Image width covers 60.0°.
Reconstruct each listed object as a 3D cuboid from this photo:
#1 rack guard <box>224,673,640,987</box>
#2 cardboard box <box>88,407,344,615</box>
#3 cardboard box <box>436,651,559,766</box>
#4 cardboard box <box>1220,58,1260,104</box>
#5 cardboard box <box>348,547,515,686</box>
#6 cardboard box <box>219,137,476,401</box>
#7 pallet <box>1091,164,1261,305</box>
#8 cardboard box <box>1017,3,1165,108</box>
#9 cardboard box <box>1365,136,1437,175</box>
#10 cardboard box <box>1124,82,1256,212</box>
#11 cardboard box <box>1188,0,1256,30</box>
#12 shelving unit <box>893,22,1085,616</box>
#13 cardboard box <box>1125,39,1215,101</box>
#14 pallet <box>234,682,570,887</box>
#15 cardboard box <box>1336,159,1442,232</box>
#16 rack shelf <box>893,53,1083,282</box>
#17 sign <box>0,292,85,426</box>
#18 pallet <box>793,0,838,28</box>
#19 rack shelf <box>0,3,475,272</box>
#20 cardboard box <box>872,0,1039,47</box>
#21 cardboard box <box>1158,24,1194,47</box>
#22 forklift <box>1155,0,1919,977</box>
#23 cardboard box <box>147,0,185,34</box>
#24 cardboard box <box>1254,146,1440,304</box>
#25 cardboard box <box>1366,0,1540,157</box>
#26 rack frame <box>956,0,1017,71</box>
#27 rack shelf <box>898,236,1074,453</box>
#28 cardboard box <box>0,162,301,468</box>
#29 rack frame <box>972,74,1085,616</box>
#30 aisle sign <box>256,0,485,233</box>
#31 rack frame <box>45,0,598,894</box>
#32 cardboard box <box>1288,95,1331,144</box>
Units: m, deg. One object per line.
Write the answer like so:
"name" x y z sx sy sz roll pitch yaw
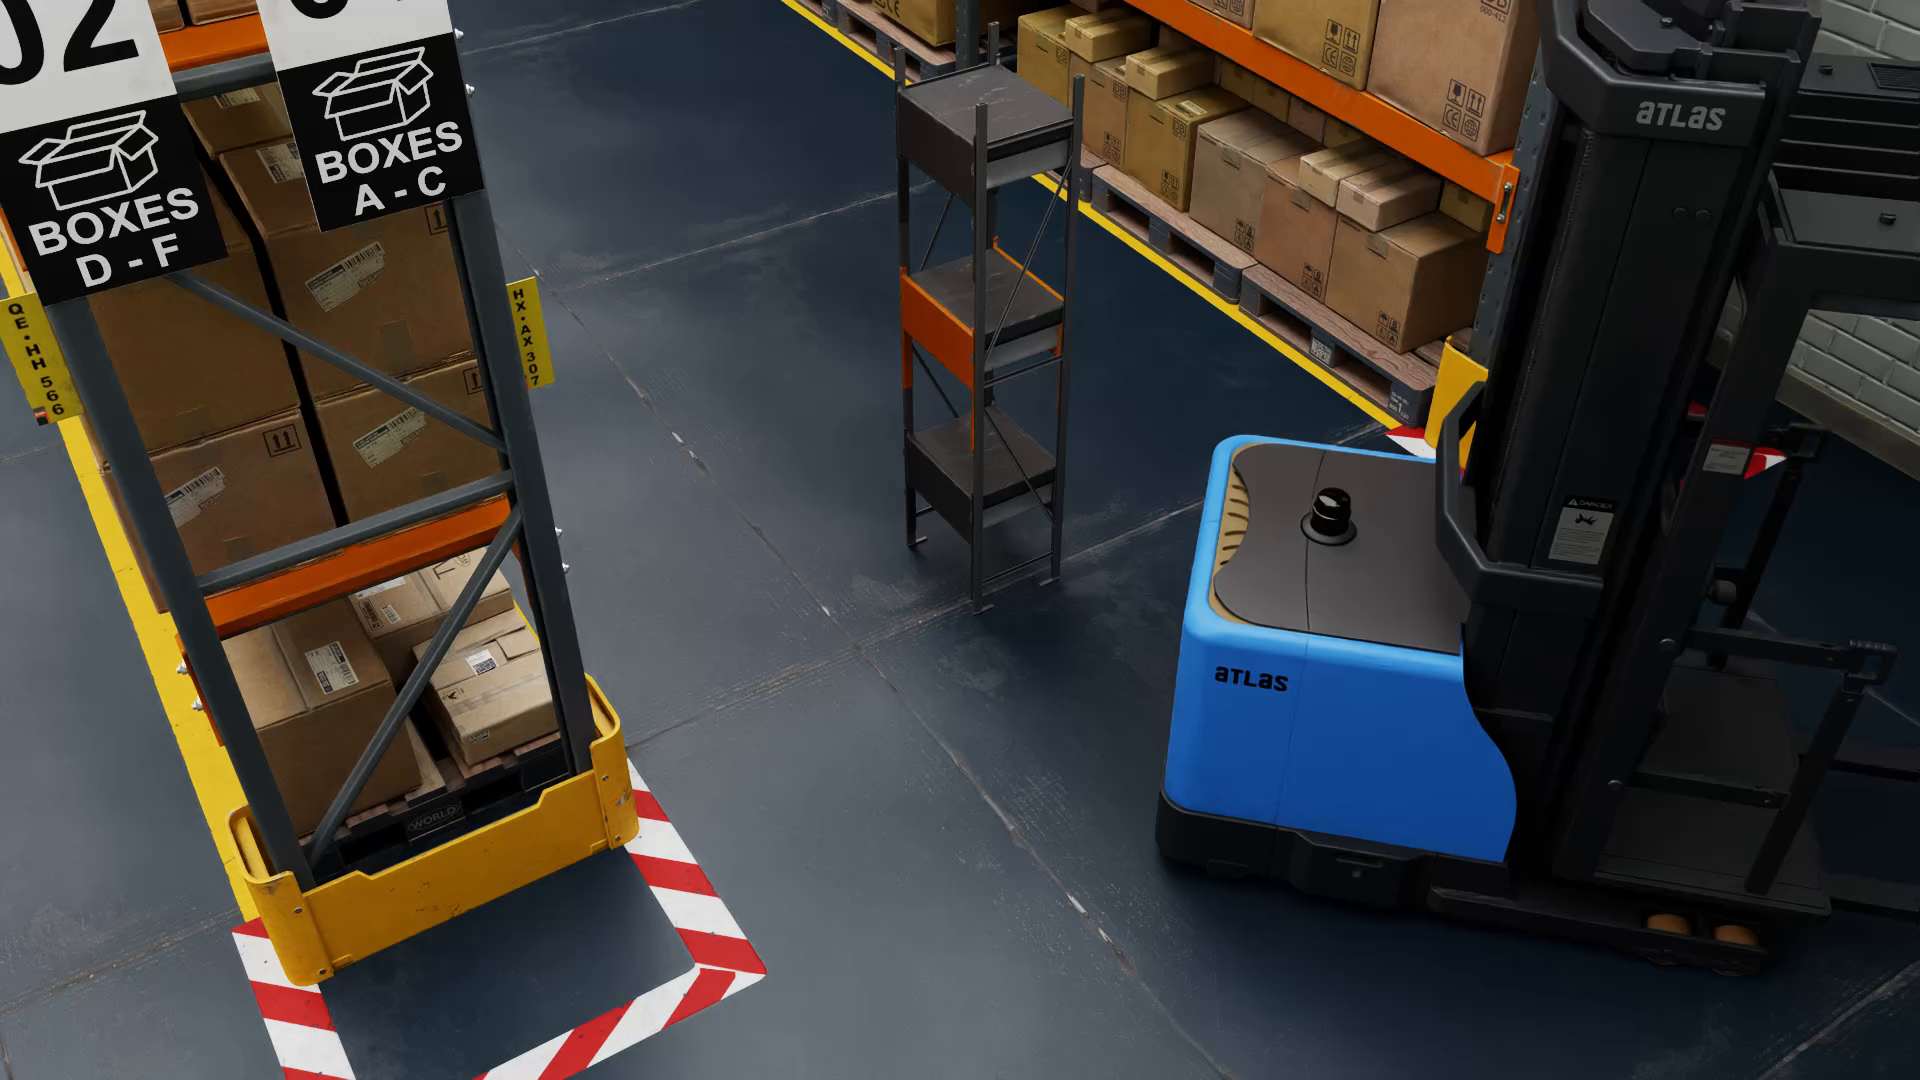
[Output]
"rack guard" -1.637 0.901 5.278 1.175 0.500 0.348 -22 45 -24
"cardboard box" -2.067 -0.204 4.574 0.500 0.500 0.500 -21 44 -23
"cardboard box" -1.532 0.564 5.613 0.380 0.149 0.250 -22 45 -24
"cardboard box" 1.535 -2.340 8.333 0.380 0.149 0.250 -23 45 -25
"cardboard box" -1.918 0.208 5.961 0.500 0.250 0.500 -22 45 -24
"cardboard box" -1.613 -0.771 4.473 0.500 0.500 0.500 -21 44 -23
"pallet" 1.431 -1.716 8.645 1.003 0.211 1.213 -22 45 -24
"cardboard box" 0.743 -2.646 9.207 0.700 0.500 0.500 -22 44 -24
"cardboard box" 2.080 -1.793 7.677 0.380 0.149 0.250 -22 45 -24
"cardboard box" 1.285 -2.096 8.547 0.700 0.500 0.500 -21 44 -23
"cardboard box" 1.493 -2.916 7.671 0.980 0.700 0.700 -24 46 -26
"shelving unit" 0.089 -0.717 5.971 0.431 2.100 0.503 -22 45 -24
"cardboard box" 1.054 -2.366 8.364 0.380 0.149 0.250 -23 45 -26
"pallet" -2.067 0.583 5.886 1.003 0.211 1.213 -22 45 -24
"cardboard box" 1.895 -1.525 7.355 0.380 0.149 0.250 -23 45 -25
"rack shelf" 0.089 -1.245 5.531 0.431 0.518 0.480 -22 45 -24
"sign" -2.075 -0.404 3.740 0.100 0.325 0.005 -22 45 -24
"pallet" -0.711 -3.862 11.220 1.003 0.211 1.213 -22 45 -24
"rack shelf" -2.672 -1.973 4.994 1.077 0.370 4.000 -22 45 -24
"cardboard box" -0.032 -3.526 9.989 0.750 0.750 0.750 -22 44 -24
"cardboard box" 1.260 -2.616 8.664 0.380 0.149 0.250 -24 45 -26
"forklift" 2.212 -0.155 4.647 3.031 2.935 1.130 8 41 10
"cardboard box" -2.095 -1.299 3.740 0.500 0.250 0.500 -22 45 -24
"cardboard box" 1.849 -1.539 7.879 0.700 0.500 0.500 -22 45 -25
"cardboard box" 2.296 -2.112 6.707 0.980 0.700 0.700 -20 44 -23
"rack frame" 0.428 -3.884 9.068 1.000 3.000 0.127 -22 45 -24
"rack shelf" 0.089 -0.707 5.979 0.431 0.518 0.480 -22 45 -24
"cardboard box" -2.067 -0.586 4.251 0.500 0.500 0.500 -23 45 -25
"rack frame" 0.220 -0.586 5.813 0.400 2.100 0.015 -22 45 -24
"aisle sign" -1.312 -1.081 3.673 0.394 0.787 0.004 -22 45 -24
"rack frame" -1.596 -0.018 4.428 1.000 3.000 0.127 -22 45 -24
"cardboard box" 1.809 -2.065 8.003 0.380 0.149 0.250 -22 44 -24
